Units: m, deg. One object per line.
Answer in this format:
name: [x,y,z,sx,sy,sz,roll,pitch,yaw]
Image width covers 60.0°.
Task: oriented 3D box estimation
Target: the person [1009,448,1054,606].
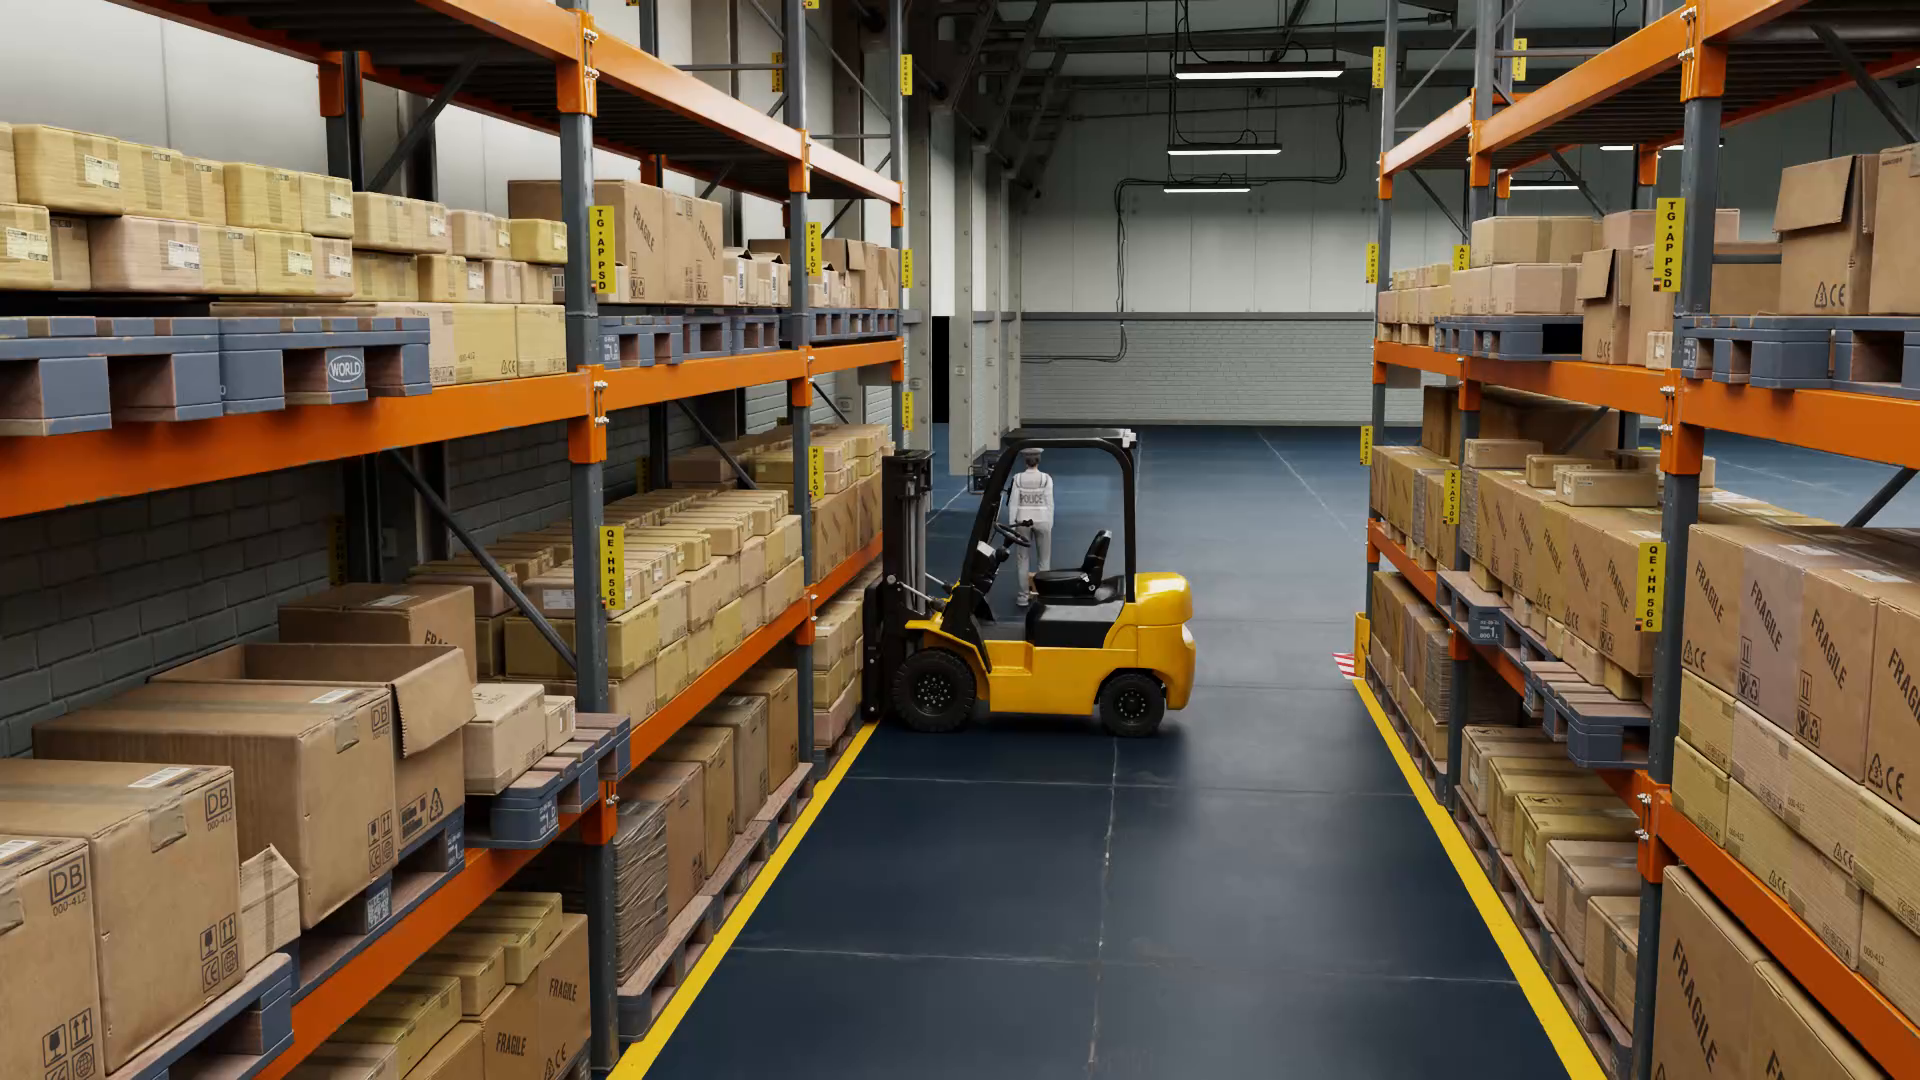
person: [0.746,-0.136,17.331,0.467,1.665,0.329,1,8,7]
